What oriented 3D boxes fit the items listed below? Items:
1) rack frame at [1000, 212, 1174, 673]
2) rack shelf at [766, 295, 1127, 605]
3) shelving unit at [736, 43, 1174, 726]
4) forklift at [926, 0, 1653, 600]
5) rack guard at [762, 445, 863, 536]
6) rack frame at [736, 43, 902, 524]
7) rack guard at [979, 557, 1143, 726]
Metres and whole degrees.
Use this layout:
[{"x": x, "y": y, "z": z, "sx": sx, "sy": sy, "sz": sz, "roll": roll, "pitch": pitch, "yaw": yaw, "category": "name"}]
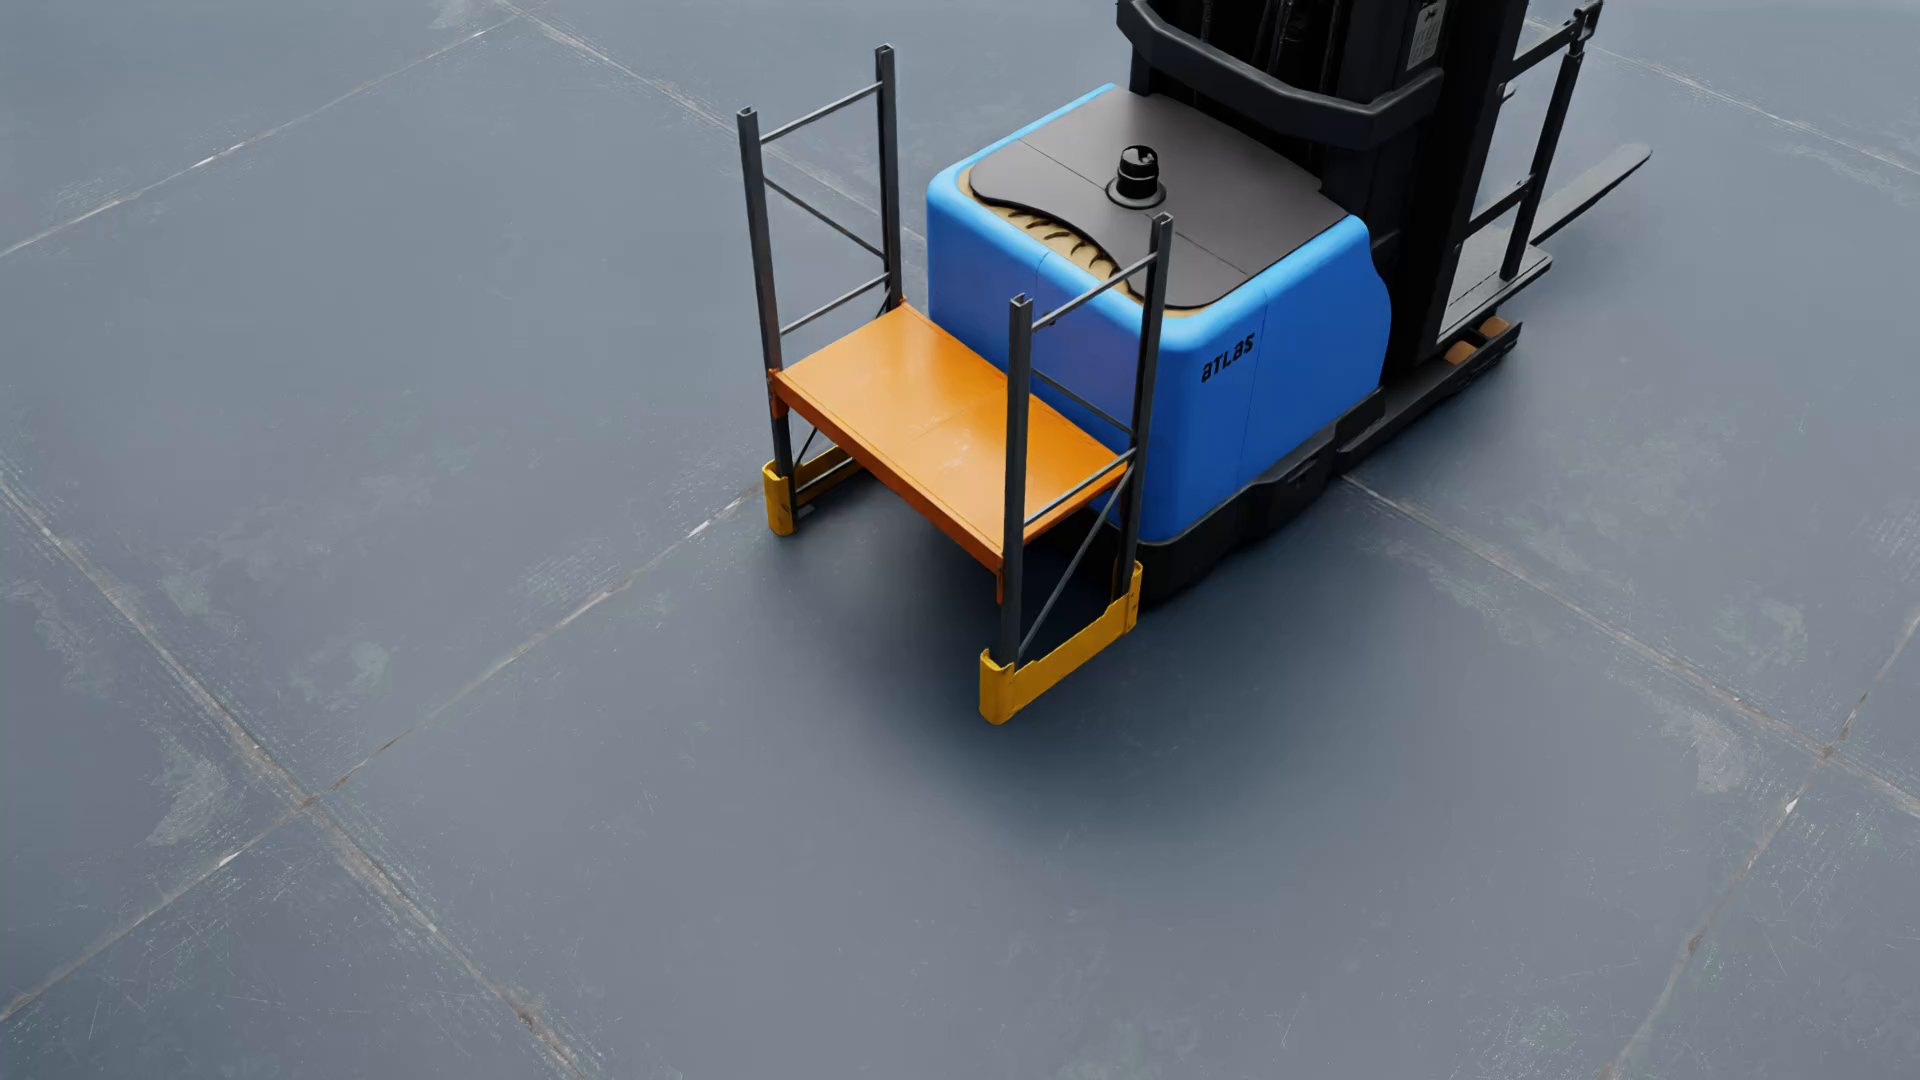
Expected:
[{"x": 0.307, "y": -0.131, "z": 4.345, "sx": 0.500, "sy": 1.500, "sz": 0.032, "roll": -33, "pitch": 55, "yaw": -27, "category": "rack frame"}, {"x": -0.032, "y": -0.285, "z": 4.735, "sx": 0.538, "sy": 0.185, "sz": 1.000, "roll": -33, "pitch": 55, "yaw": -27, "category": "rack shelf"}, {"x": -0.038, "y": -0.413, "z": 4.609, "sx": 0.587, "sy": 1.500, "sz": 1.083, "roll": -33, "pitch": 55, "yaw": -27, "category": "shelving unit"}, {"x": 1.310, "y": -1.773, "z": 4.904, "sx": 3.031, "sy": 2.935, "sz": 1.130, "roll": -34, "pitch": 55, "yaw": -28, "category": "forklift"}, {"x": -0.370, "y": -0.256, "z": 5.318, "sx": 0.587, "sy": 0.250, "sz": 0.087, "roll": -33, "pitch": 55, "yaw": -27, "category": "rack guard"}, {"x": -0.371, "y": -0.684, "z": 4.863, "sx": 0.500, "sy": 1.500, "sz": 0.032, "roll": -33, "pitch": 55, "yaw": -27, "category": "rack frame"}, {"x": 0.294, "y": 0.286, "z": 4.810, "sx": 0.587, "sy": 0.250, "sz": 0.087, "roll": -33, "pitch": 55, "yaw": -27, "category": "rack guard"}]
